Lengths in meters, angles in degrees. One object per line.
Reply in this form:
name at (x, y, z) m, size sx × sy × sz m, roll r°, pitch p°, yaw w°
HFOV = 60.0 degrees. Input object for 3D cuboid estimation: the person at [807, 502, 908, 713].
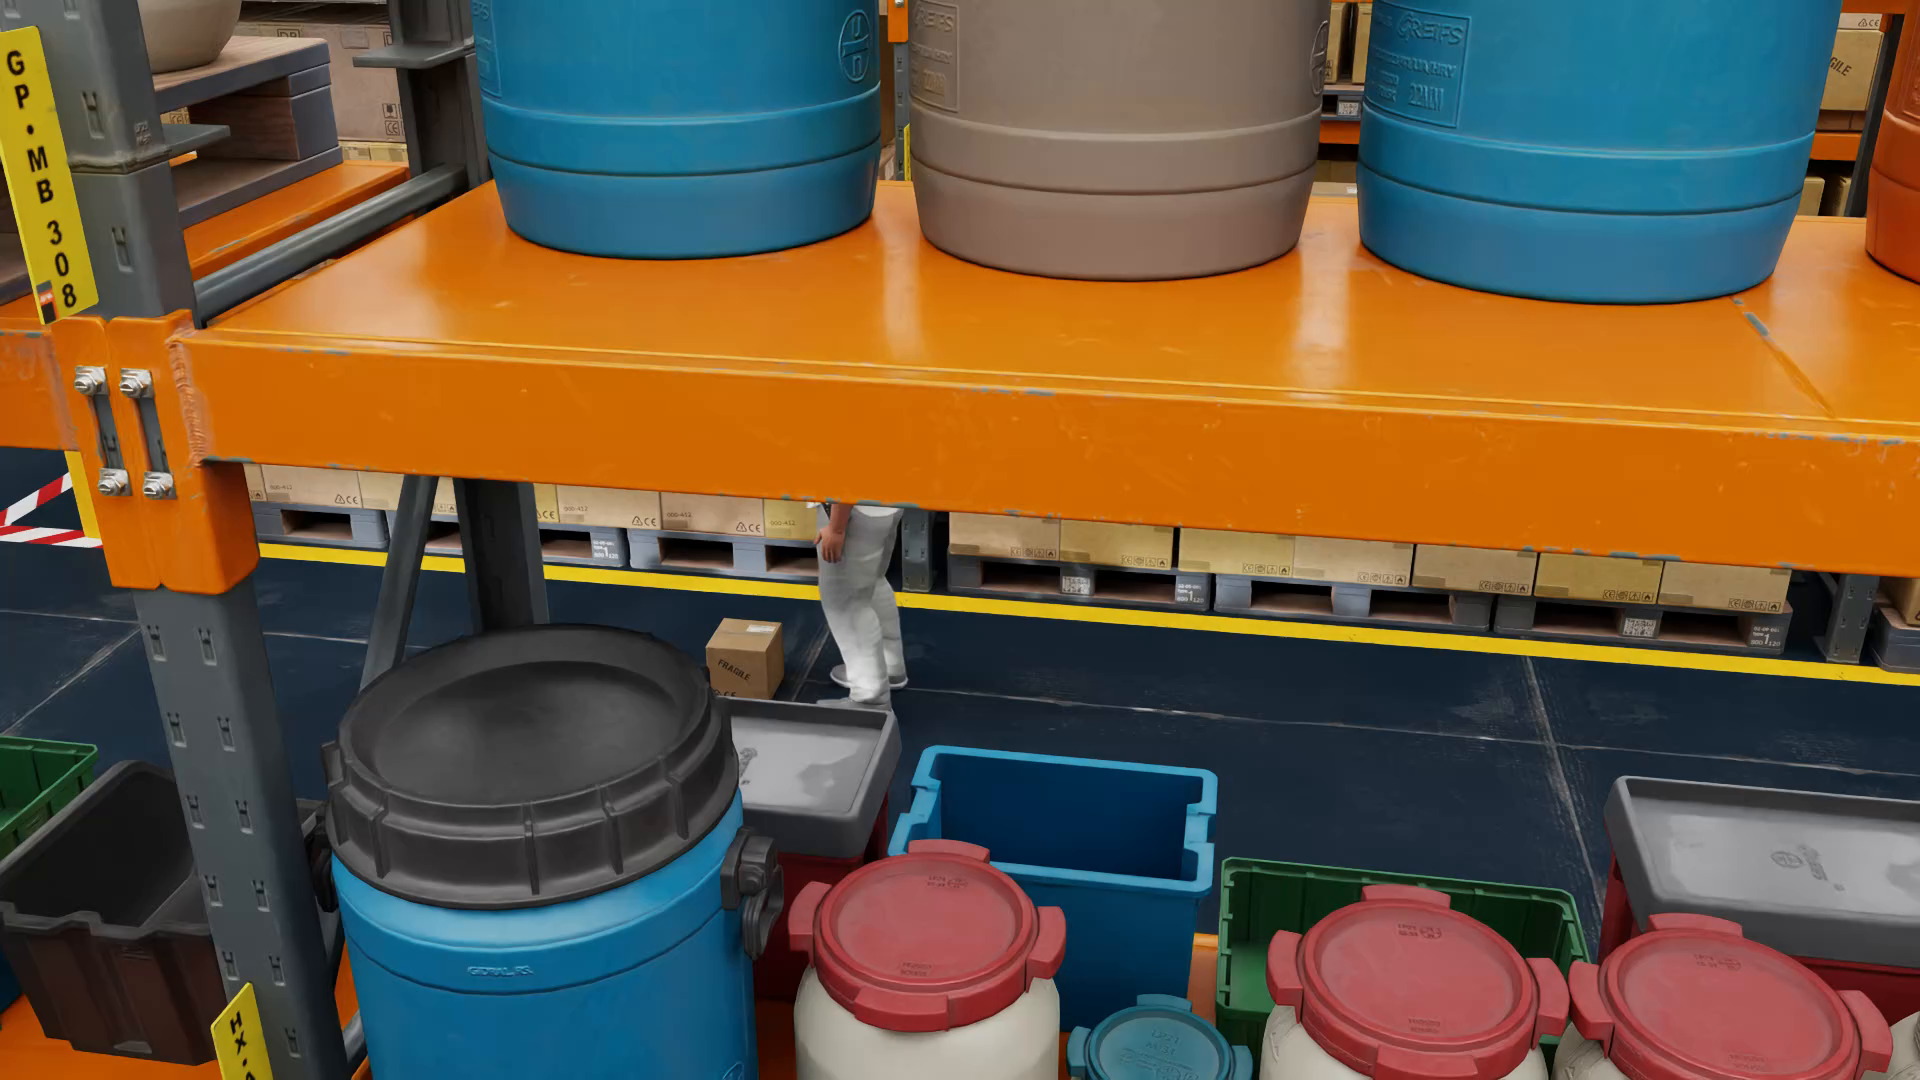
person at (-0.404, -0.130, 6.390) m, size 0.393 × 1.751 × 0.527 m, roll 6°, pitch 25°, yaw 13°
